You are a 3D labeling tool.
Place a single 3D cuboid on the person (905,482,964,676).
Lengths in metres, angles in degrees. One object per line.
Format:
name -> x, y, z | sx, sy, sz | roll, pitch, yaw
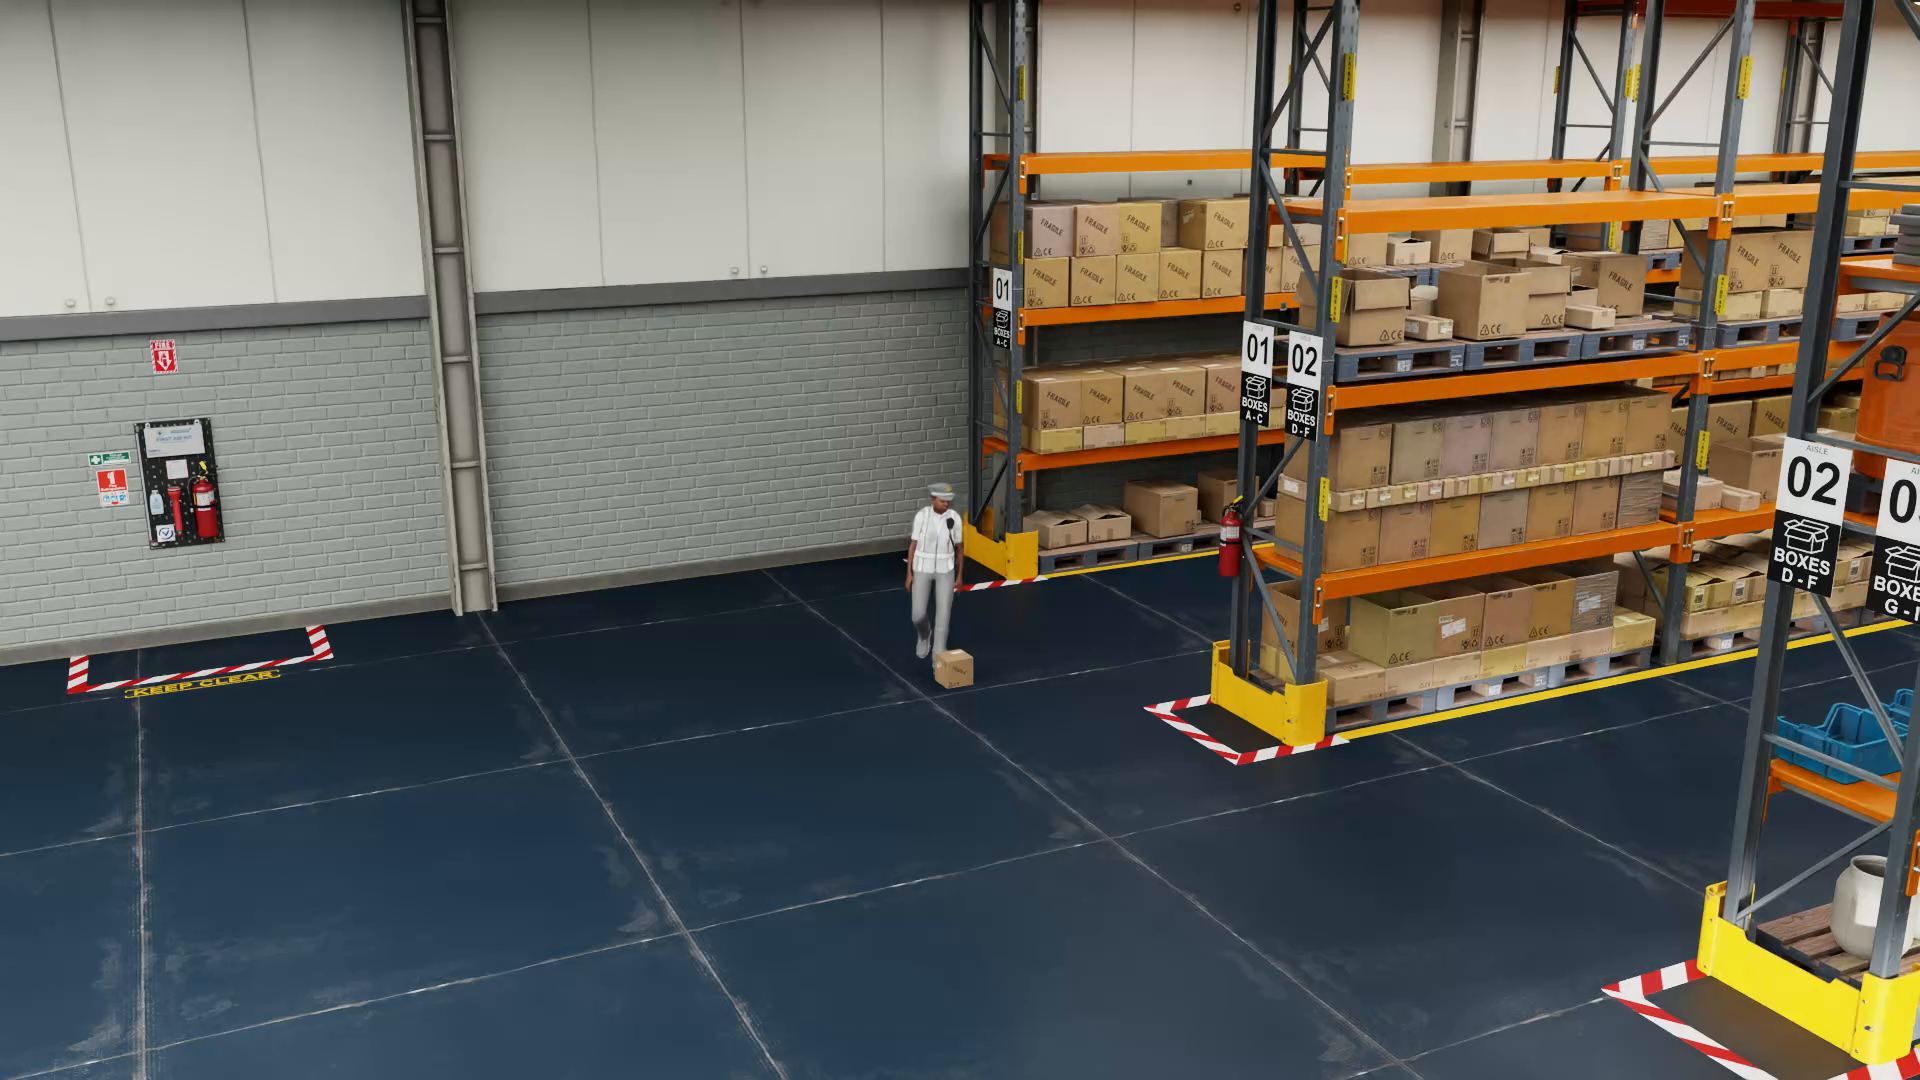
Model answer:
person -> -0.216, 0.324, 14.552 | 0.519, 1.648, 0.623 | -2, 15, -6
